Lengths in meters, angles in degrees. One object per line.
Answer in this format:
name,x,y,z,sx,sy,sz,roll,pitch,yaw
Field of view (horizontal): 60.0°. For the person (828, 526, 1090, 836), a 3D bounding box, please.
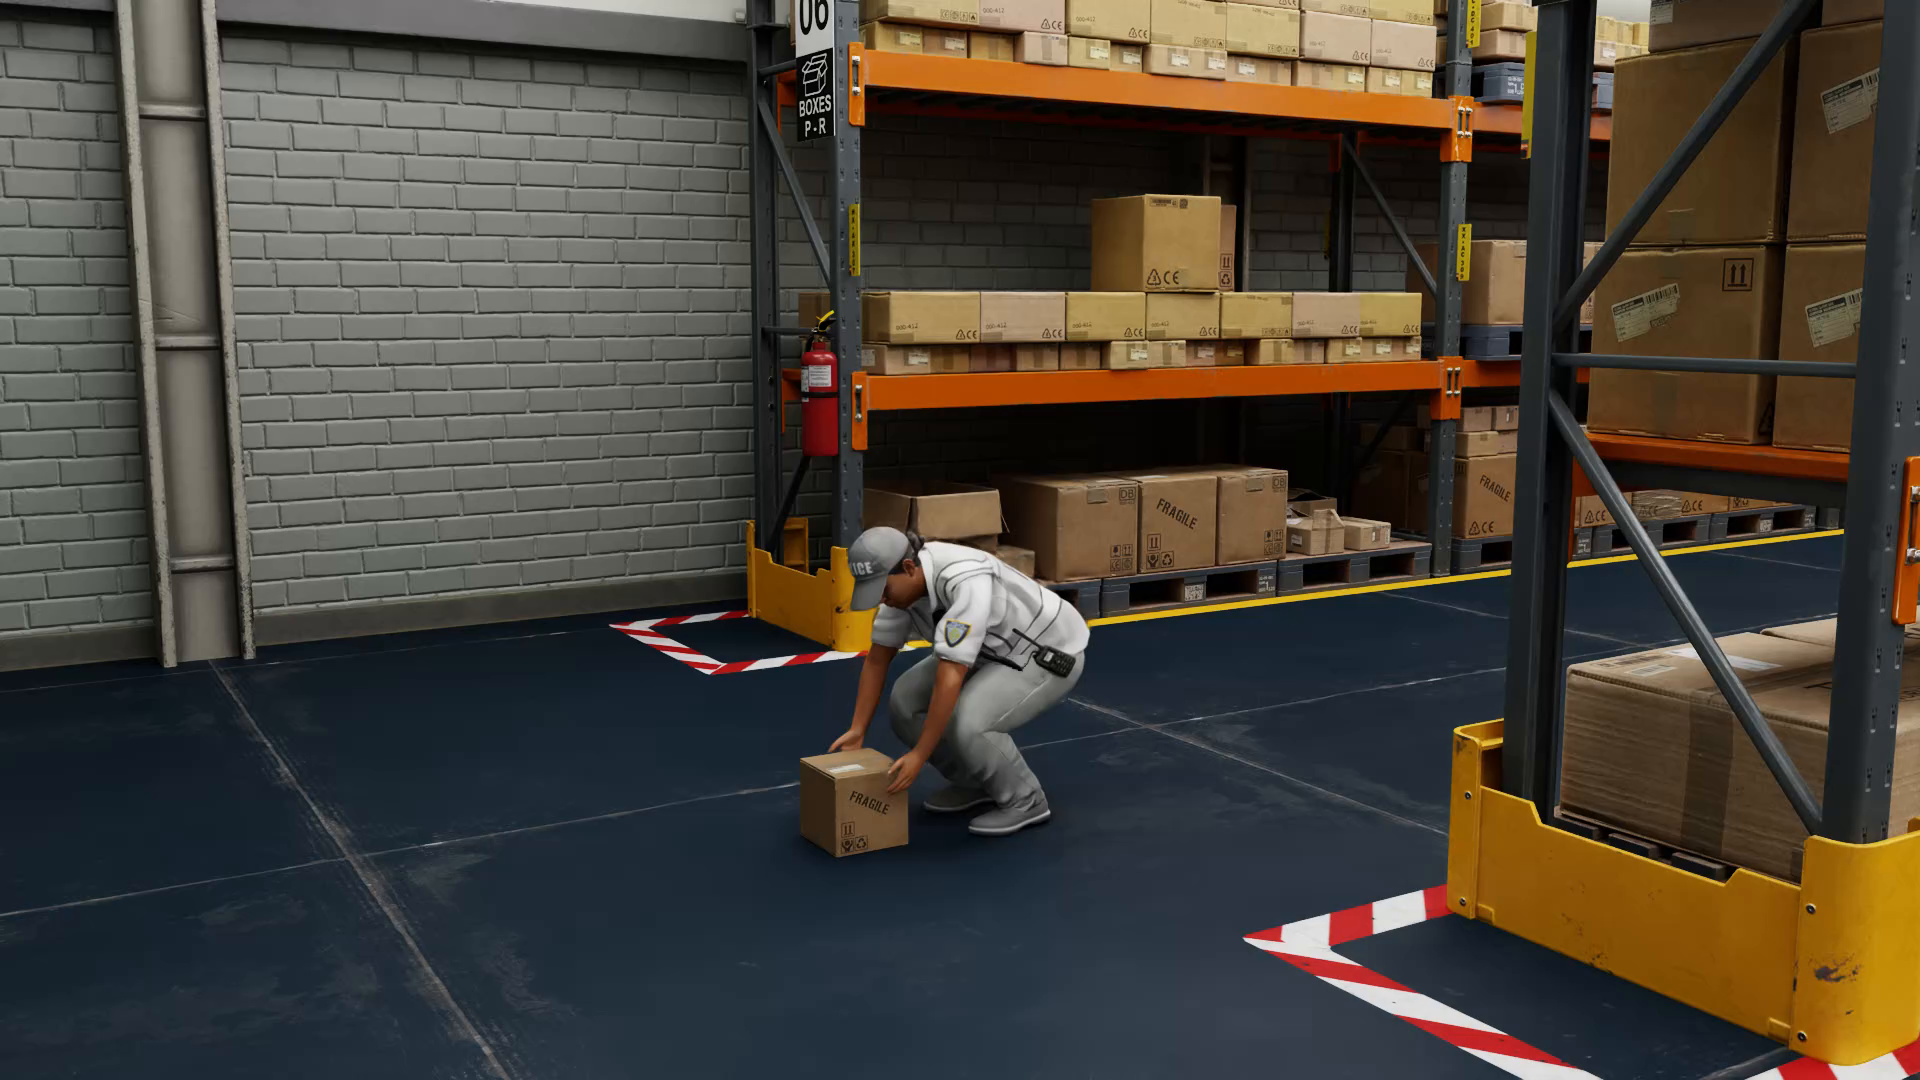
person,0.013,0.422,5.278,0.847,0.992,0.527,-5,10,-31
